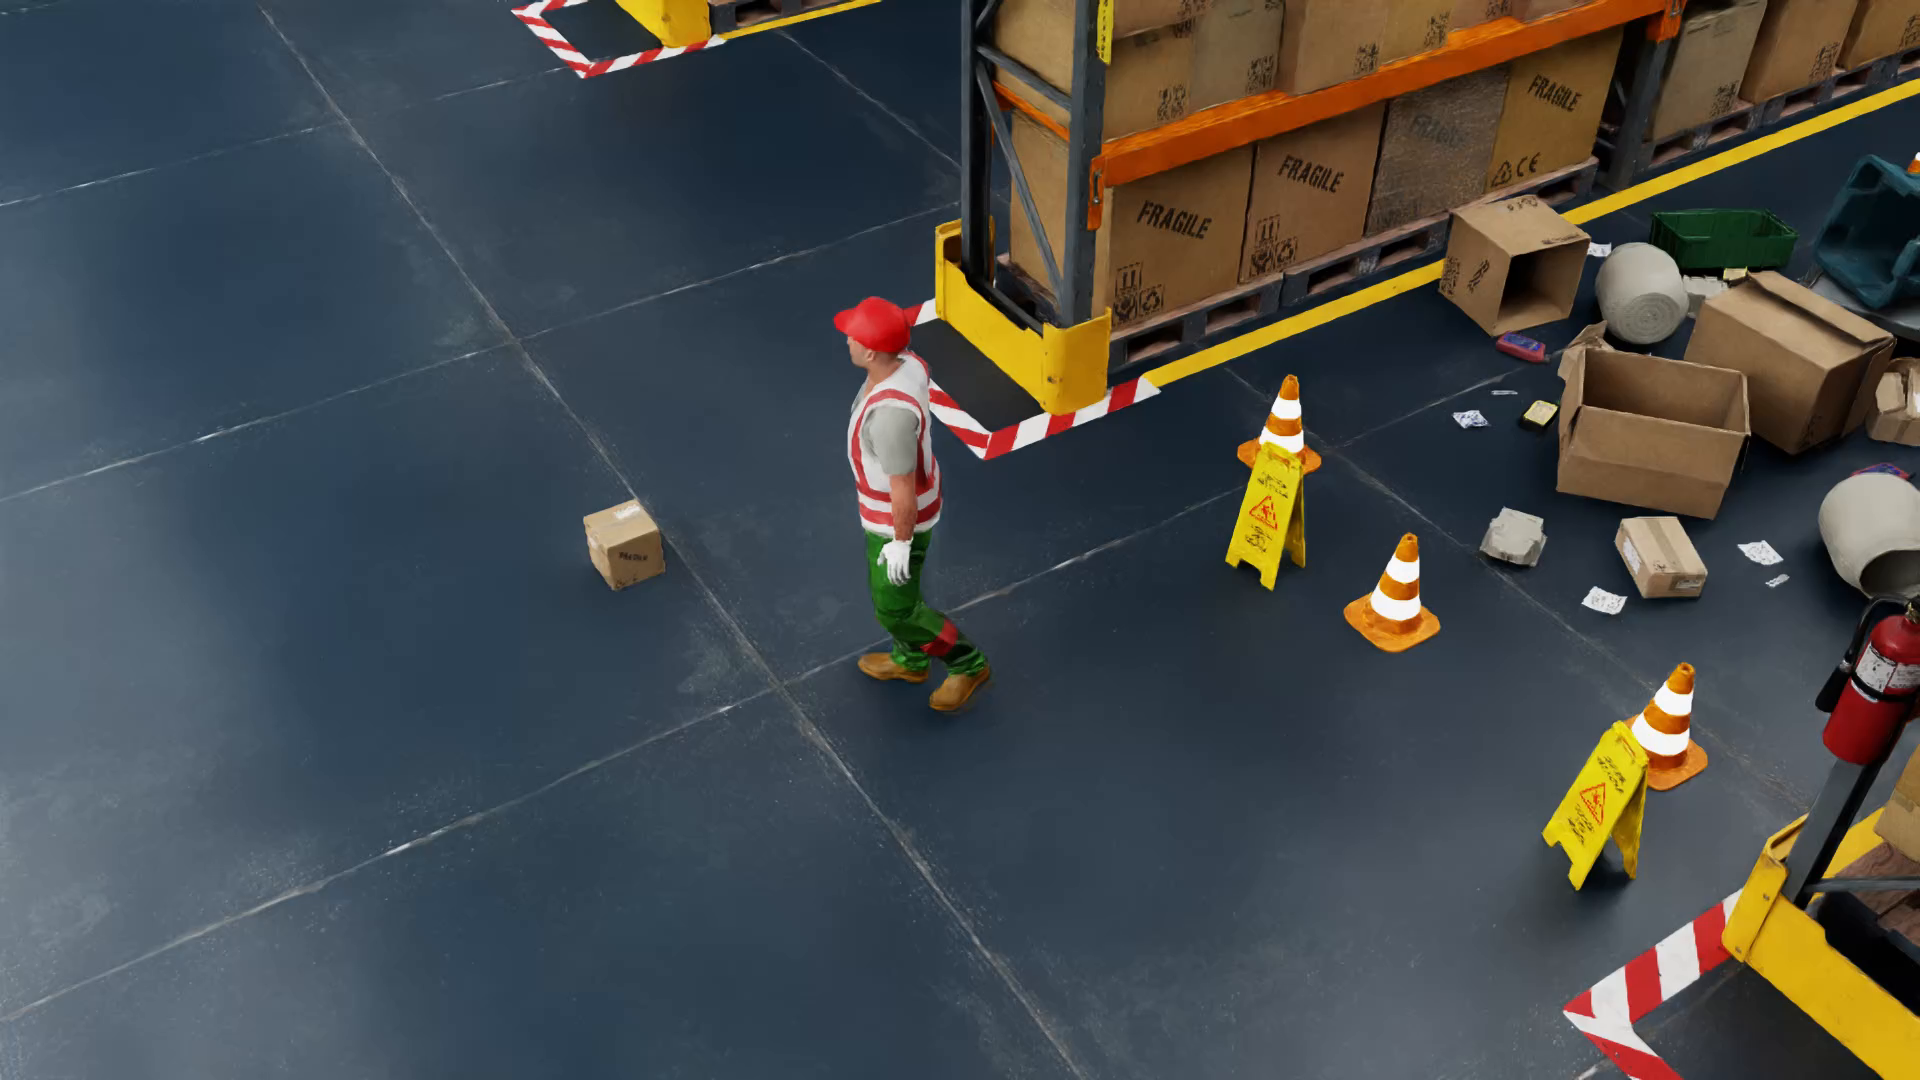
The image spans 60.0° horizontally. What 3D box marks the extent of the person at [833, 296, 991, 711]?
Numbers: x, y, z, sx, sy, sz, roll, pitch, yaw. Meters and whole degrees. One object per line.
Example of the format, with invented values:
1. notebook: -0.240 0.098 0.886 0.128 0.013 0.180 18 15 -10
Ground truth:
1. person: -0.159 -0.109 6.269 0.573 1.780 0.587 1 40 1
